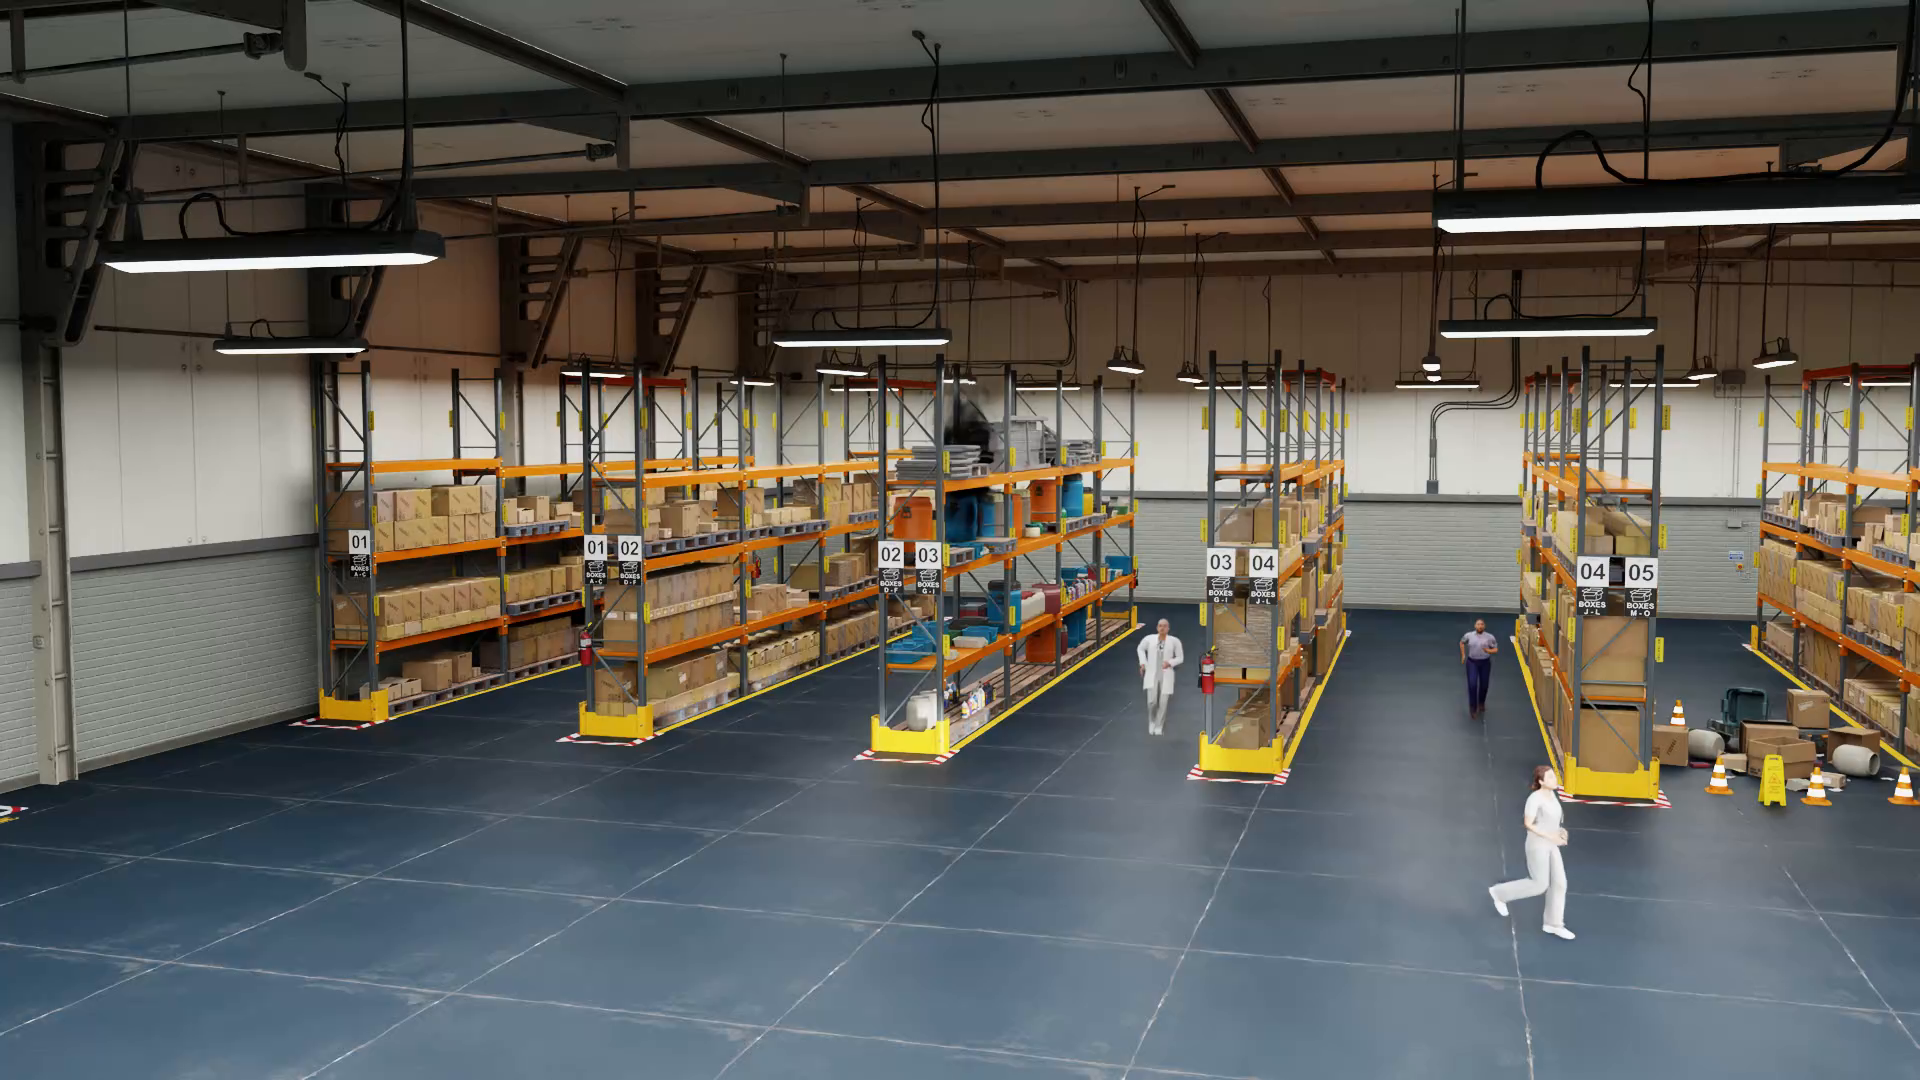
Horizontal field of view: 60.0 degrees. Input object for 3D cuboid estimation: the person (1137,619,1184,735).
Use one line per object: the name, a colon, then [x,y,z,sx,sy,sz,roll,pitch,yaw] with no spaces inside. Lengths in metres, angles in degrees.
person: [3.000,2.064,24.924,0.703,1.757,0.633,1,4,7]

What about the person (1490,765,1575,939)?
person: [5.674,3.024,16.352,0.820,1.662,0.575,4,6,44]

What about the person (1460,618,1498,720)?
person: [8.791,2.154,28.175,0.594,1.671,0.895,1,4,11]
